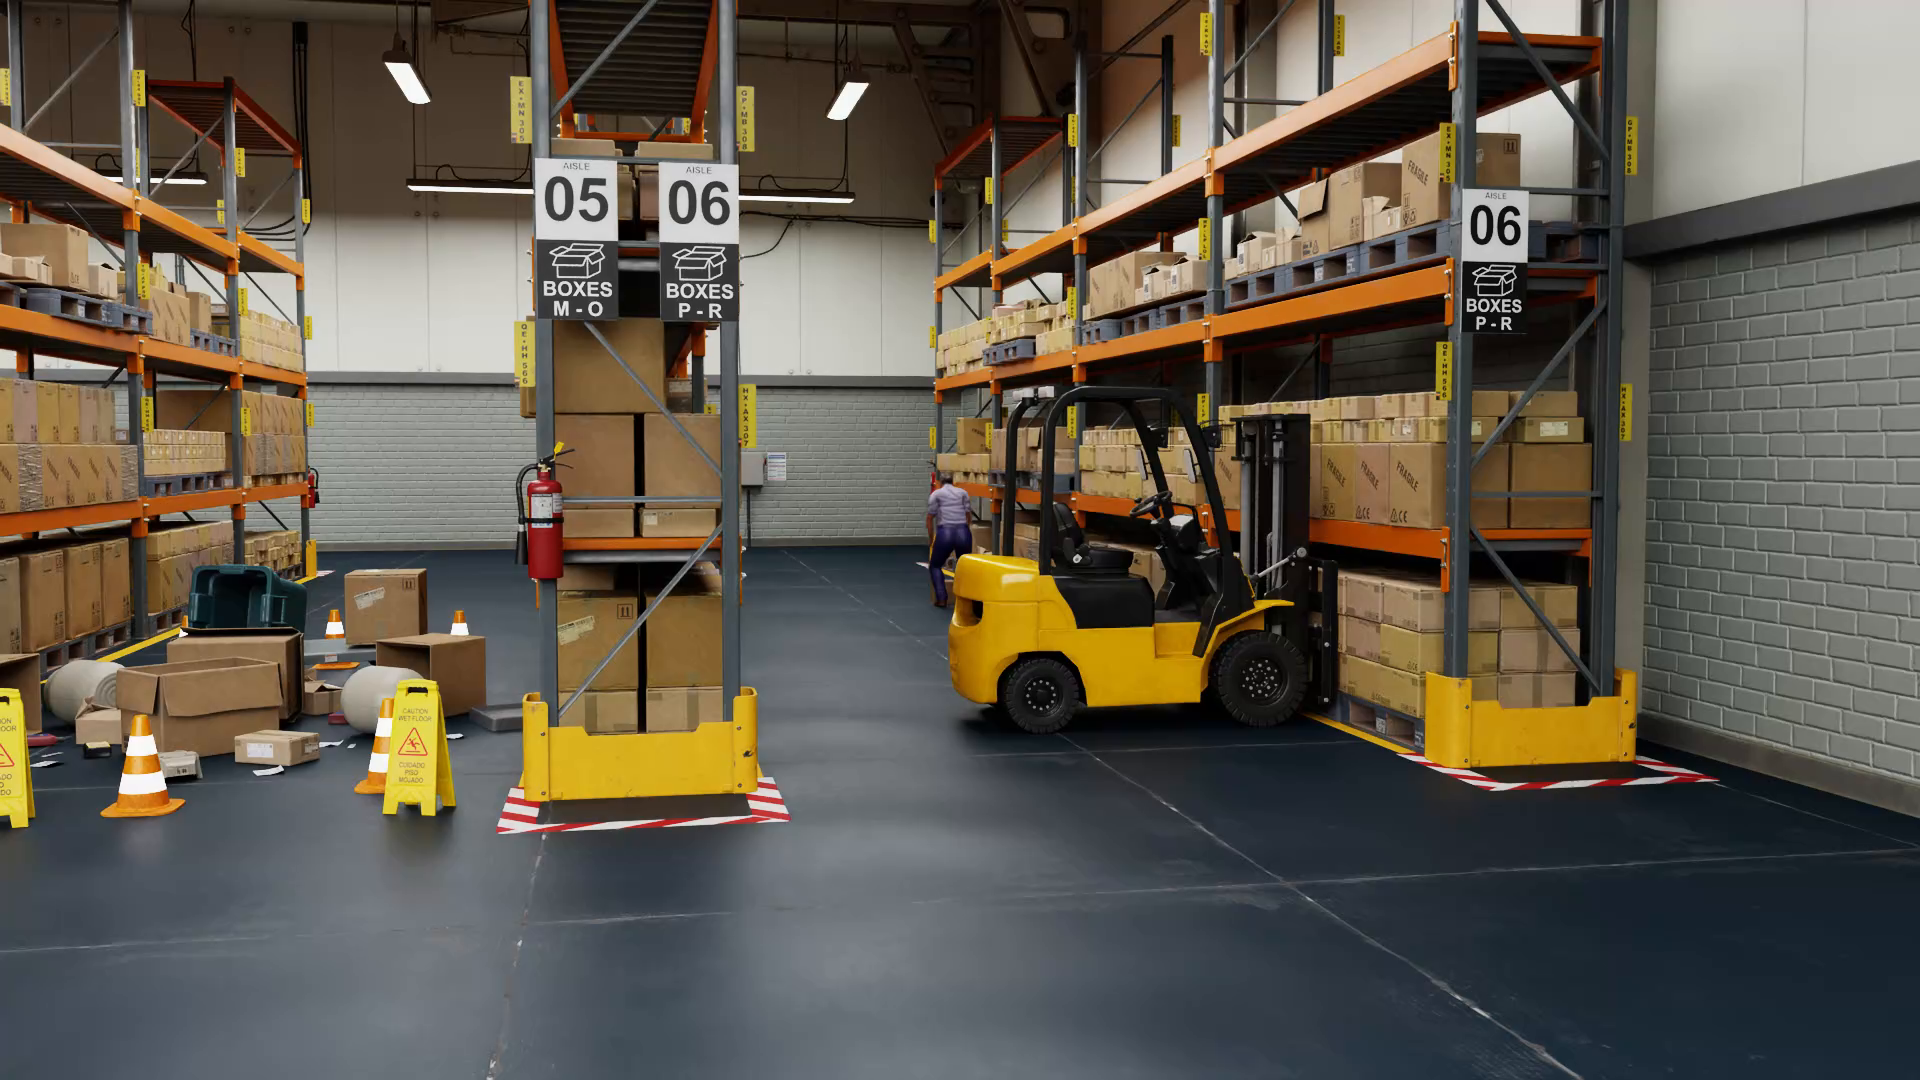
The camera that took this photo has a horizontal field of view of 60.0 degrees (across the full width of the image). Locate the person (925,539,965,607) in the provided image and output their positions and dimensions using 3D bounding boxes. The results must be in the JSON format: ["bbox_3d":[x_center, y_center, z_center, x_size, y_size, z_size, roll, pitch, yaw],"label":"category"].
[{"bbox_3d":[-0.124,0.408,18.844,0.517,0.763,0.864,-1,3,-12],"label":"person"}]
